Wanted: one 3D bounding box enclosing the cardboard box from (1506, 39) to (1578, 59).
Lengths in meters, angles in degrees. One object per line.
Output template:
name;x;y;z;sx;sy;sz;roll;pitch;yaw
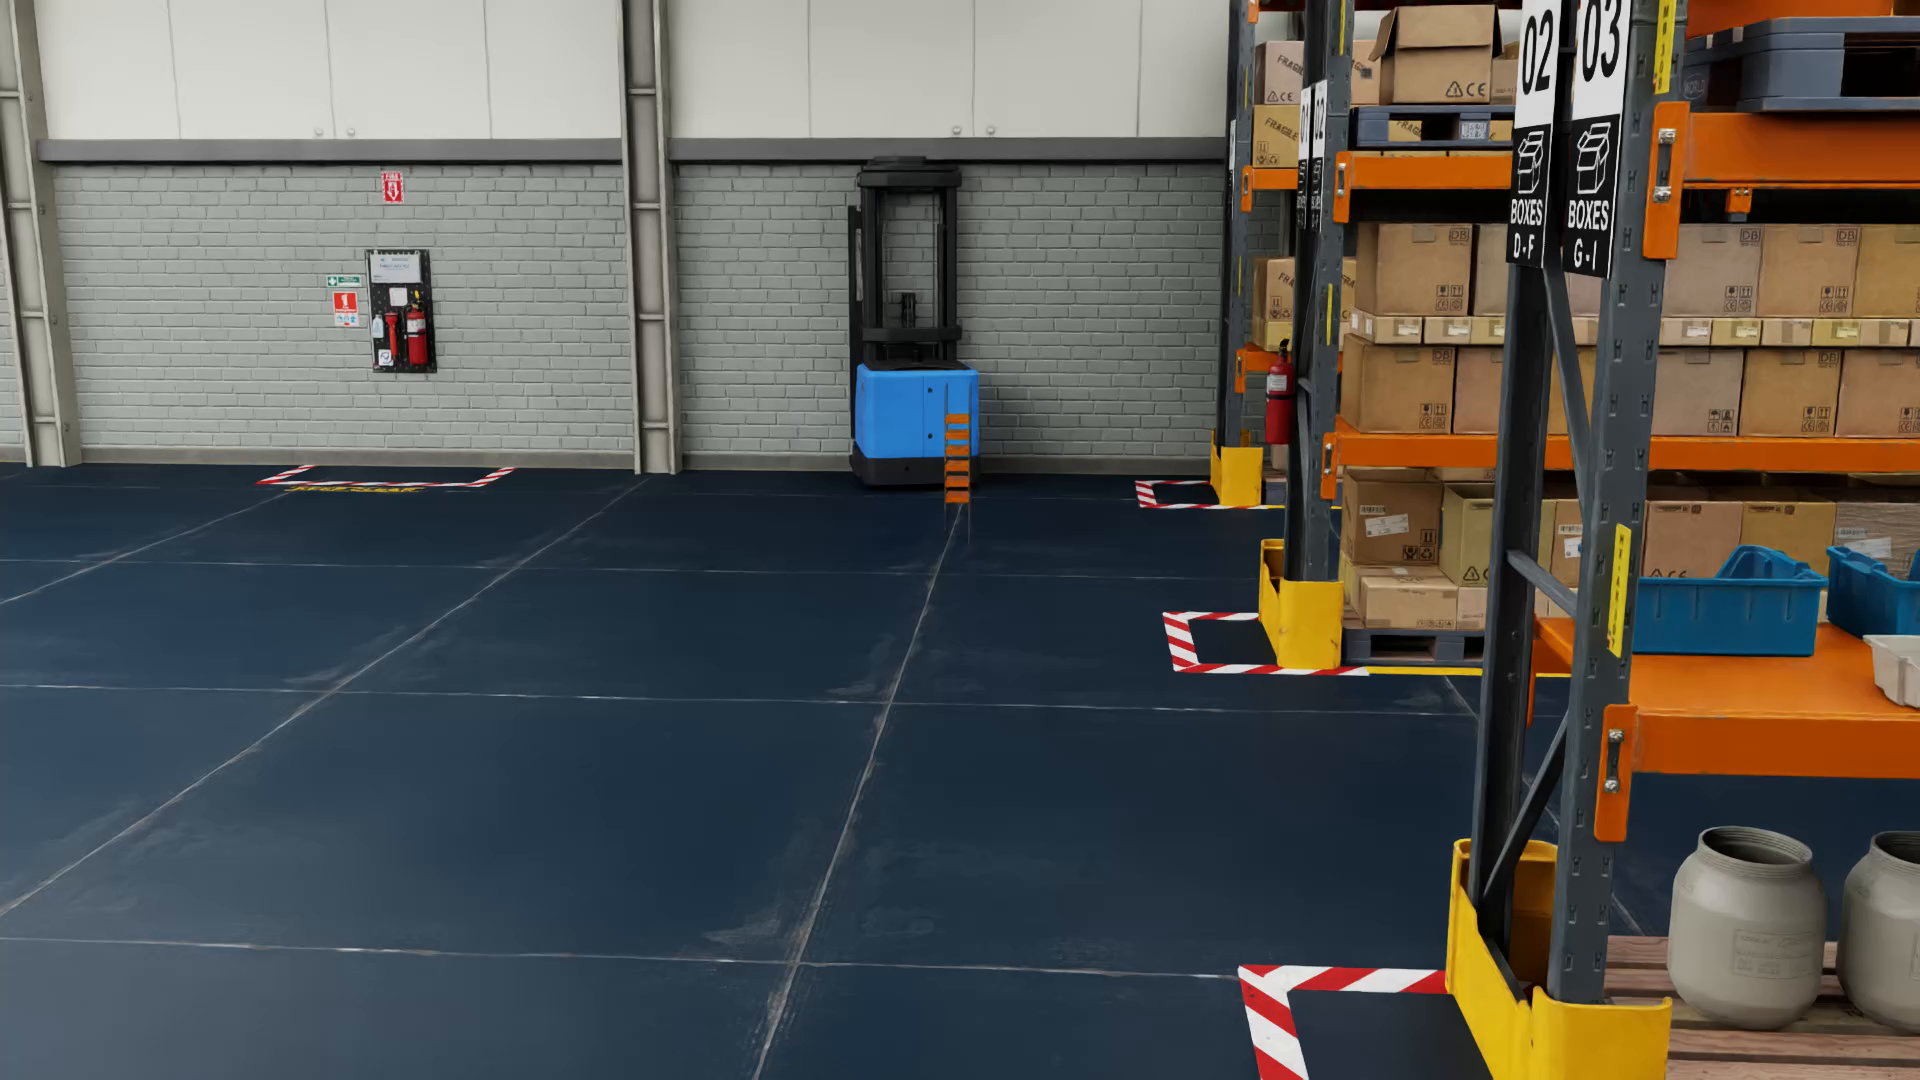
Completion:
cardboard box;4.757;-3.799;13.540;0.500;0.500;0.500;0;12;2

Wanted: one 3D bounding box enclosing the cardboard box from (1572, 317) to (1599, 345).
cardboard box;3.433;-1.166;9.190;0.250;0.149;0.380;0;12;2

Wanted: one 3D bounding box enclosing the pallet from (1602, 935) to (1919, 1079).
pallet;2.581;1.517;4.999;1.213;0.211;1.003;1;12;4

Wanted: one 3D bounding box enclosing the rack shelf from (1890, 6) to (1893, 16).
rack shelf;8.340;-4.182;13.514;4.000;0.370;1.077;1;12;4

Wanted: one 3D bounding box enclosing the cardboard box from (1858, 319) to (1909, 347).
cardboard box;4.961;-1.145;9.087;0.250;0.149;0.380;1;12;4

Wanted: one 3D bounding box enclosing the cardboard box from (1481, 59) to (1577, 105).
cardboard box;3.193;-2.570;9.401;0.500;0.250;0.500;1;12;4

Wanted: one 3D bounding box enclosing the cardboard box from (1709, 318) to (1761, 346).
cardboard box;4.200;-1.155;9.137;0.250;0.149;0.380;1;12;6

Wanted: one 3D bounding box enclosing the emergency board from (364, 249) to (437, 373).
emergency board;-5.340;-2.166;15.797;0.643;1.169;0.194;1;12;4

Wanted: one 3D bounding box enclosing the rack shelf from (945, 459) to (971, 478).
rack shelf;-0.014;-0.544;12.655;0.180;0.103;0.258;1;12;4

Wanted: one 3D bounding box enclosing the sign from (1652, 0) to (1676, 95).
sign;1.650;-1.212;3.886;0.005;0.325;0.100;1;12;4

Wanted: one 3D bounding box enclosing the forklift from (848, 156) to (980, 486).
forklift;-0.551;-2.169;15.980;1.130;2.935;3.031;-2;12;-9

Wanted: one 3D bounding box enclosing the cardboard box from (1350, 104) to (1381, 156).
cardboard box;3.204;-3.332;13.751;0.500;0.500;0.500;2;12;8

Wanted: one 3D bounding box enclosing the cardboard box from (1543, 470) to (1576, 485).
cardboard box;3.580;-0.133;9.934;0.500;0.500;0.500;1;12;4

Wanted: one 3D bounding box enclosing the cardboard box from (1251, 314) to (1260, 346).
cardboard box;2.833;-1.845;14.578;0.500;0.250;0.500;1;12;5

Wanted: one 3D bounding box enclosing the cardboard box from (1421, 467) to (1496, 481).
cardboard box;4.335;-0.811;14.350;0.500;0.500;0.700;0;12;0

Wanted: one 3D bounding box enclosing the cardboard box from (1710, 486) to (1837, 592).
cardboard box;4.543;-0.012;9.358;0.500;0.500;0.500;1;12;4

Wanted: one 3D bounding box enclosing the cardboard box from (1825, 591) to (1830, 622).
cardboard box;5.042;0.361;9.404;0.500;0.250;0.500;1;12;4

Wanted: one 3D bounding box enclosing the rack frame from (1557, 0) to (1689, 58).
rack frame;1.691;-2.788;4.117;0.127;3.000;1.000;1;12;4

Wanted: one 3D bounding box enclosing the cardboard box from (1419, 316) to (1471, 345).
cardboard box;2.667;-1.177;9.241;0.250;0.149;0.380;0;12;2

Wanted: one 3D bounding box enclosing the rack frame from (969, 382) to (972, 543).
rack frame;0.077;-0.586;12.640;0.006;1.200;0.240;1;12;4

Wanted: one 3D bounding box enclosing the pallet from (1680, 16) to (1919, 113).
pallet;2.510;-1.196;4.293;1.213;0.211;1.003;1;12;4

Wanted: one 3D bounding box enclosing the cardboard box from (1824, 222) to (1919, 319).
cardboard box;5.070;-1.504;9.218;0.500;0.500;0.700;1;12;4

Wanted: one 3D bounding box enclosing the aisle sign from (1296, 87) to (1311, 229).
aisle sign;1.980;-2.196;9.593;0.004;0.787;0.394;1;12;4

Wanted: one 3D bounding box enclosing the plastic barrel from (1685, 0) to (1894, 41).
plastic barrel;2.185;-1.755;4.429;0.708;0.830;0.600;1;12;4

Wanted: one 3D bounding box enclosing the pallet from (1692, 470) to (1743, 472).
pallet;7.121;-0.445;14.381;1.213;0.211;1.003;1;12;4

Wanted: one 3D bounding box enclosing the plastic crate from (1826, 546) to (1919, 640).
plastic crate;2.858;0.177;4.958;0.408;0.251;0.499;1;12;4

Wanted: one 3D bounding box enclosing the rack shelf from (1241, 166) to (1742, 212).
rack shelf;4.349;-2.964;14.042;4.000;0.370;1.077;1;12;4

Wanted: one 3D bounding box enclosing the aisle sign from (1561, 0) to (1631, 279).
aisle sign;1.600;-1.065;4.183;0.004;0.787;0.394;1;12;4

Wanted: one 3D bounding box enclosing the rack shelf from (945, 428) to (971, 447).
rack shelf;-0.014;-0.779;12.606;0.180;0.103;0.258;1;12;4

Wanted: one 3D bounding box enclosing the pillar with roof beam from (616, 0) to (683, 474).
pillar with roof beam;-3.165;-4.181;10.779;0.400;9.000;9.100;1;12;4

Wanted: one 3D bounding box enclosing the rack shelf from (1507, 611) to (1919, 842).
rack shelf;3.687;0.528;4.674;4.000;0.370;1.077;1;12;4

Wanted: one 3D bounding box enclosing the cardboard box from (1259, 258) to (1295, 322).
cardboard box;2.810;-2.111;14.018;0.500;0.500;0.500;1;12;4

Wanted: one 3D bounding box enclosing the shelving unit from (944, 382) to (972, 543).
shelving unit;-0.014;-0.587;12.646;0.189;1.200;0.258;1;12;4

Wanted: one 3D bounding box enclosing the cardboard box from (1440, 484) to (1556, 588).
cardboard box;3.045;-0.031;9.447;0.500;0.500;0.500;1;12;4

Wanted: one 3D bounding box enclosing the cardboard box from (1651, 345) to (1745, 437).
cardboard box;4.036;-0.882;9.416;0.500;0.500;0.700;1;12;5

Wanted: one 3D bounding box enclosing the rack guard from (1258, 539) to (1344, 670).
rack guard;2.002;0.360;9.826;0.348;0.500;1.175;1;12;4

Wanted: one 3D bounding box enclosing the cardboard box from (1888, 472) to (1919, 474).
cardboard box;8.105;-0.794;14.266;0.500;0.500;0.700;1;12;4

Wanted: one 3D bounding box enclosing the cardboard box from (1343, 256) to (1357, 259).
cardboard box;3.340;-2.207;14.477;0.500;0.500;0.500;1;12;5

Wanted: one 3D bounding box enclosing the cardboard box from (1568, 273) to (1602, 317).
cardboard box;3.572;-1.525;9.317;0.500;0.500;0.700;1;12;4

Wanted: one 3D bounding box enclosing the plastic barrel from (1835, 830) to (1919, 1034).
plastic barrel;2.853;1.161;4.941;0.421;0.512;0.421;0;12;0

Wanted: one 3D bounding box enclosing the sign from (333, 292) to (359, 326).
sign;-5.885;-2.212;15.930;0.234;0.329;0.001;1;12;4

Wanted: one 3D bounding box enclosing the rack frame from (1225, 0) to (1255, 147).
rack frame;2.353;-4.812;13.792;0.127;3.000;1.000;1;12;4

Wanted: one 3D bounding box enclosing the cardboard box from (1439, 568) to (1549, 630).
cardboard box;3.045;0.336;9.525;0.500;0.250;0.500;1;12;4

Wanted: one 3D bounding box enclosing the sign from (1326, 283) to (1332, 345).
sign;1.983;-1.212;8.930;0.005;0.325;0.100;1;12;4

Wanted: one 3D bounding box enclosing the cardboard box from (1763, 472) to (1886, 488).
cardboard box;5.076;-0.111;9.829;0.500;0.500;0.500;1;12;4

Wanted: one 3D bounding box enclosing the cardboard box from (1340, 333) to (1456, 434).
cardboard box;2.491;-0.903;9.515;0.500;0.500;0.700;1;12;4
